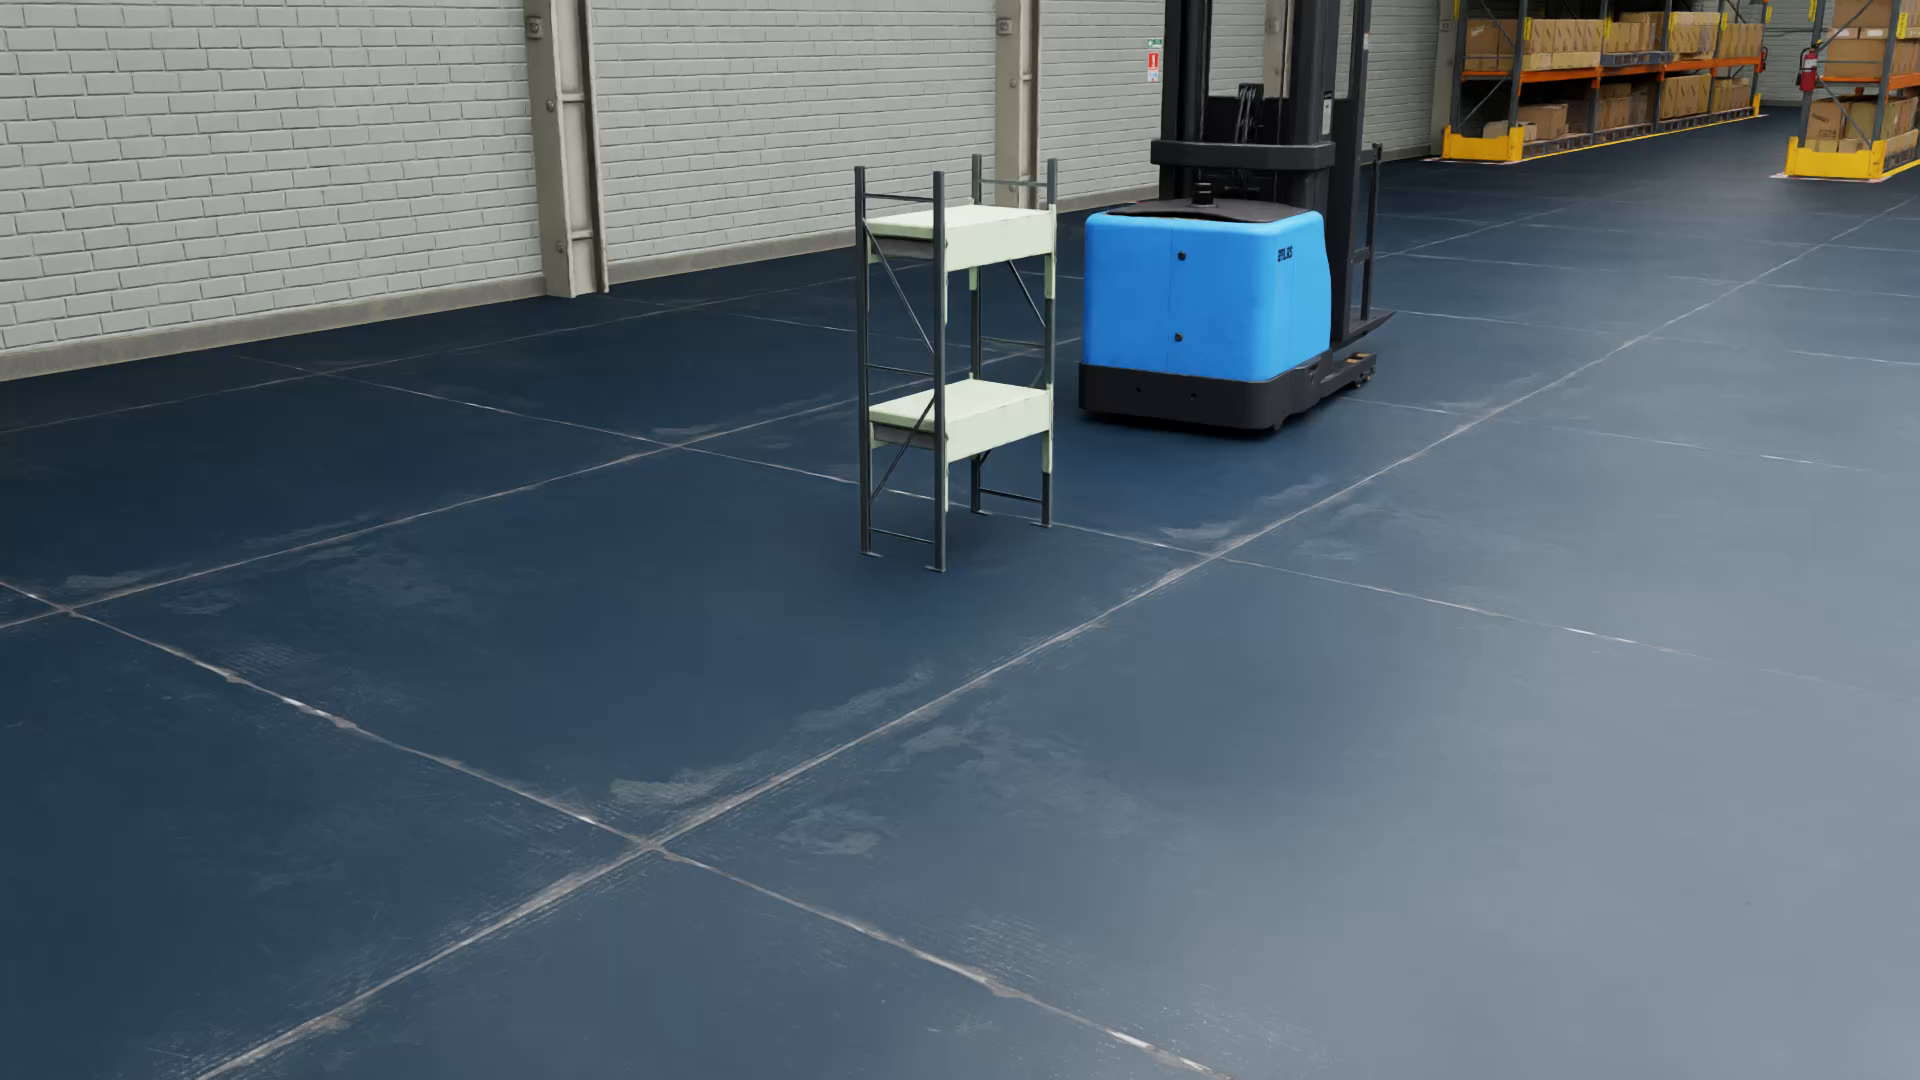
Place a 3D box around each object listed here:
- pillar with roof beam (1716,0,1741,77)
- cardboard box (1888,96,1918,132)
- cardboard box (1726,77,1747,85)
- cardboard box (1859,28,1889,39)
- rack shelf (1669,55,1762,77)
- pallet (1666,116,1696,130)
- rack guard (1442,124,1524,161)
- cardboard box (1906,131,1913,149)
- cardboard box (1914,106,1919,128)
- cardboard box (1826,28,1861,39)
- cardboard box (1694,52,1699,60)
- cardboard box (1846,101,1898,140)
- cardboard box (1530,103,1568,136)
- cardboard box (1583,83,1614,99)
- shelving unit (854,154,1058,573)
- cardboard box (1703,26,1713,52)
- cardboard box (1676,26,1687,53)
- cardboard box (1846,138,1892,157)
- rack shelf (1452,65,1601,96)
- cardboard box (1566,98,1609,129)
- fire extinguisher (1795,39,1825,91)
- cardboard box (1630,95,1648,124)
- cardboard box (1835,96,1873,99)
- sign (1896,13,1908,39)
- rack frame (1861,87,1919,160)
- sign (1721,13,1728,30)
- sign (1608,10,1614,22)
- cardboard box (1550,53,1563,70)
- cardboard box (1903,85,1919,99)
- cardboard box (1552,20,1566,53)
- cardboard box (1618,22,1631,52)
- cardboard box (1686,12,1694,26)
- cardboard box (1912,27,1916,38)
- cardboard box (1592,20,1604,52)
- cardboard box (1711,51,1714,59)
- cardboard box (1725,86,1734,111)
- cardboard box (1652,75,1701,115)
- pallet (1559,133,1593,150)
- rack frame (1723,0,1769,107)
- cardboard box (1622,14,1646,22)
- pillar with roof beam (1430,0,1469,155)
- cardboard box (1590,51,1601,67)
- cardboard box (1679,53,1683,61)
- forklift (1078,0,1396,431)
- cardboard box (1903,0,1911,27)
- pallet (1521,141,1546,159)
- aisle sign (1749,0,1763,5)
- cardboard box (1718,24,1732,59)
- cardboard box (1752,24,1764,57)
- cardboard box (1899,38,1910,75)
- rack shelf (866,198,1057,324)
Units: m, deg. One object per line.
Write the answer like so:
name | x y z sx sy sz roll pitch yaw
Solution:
pillar with roof beam | 21.932 -14.030 36.750 9.100 9.000 0.400 12 21 35
cardboard box | 13.983 -6.377 24.884 0.500 0.500 0.500 12 21 35
cardboard box | 17.142 -10.138 36.746 0.380 0.149 0.250 13 22 36
cardboard box | 12.414 -6.857 22.506 0.380 0.149 0.250 12 21 34
rack shelf | 16.369 -10.310 36.099 1.077 0.370 4.000 12 21 35
pallet | 14.051 -8.356 33.297 1.003 0.211 1.213 12 21 35
rack guard | 8.072 -6.143 25.683 1.175 0.500 0.348 12 21 35
cardboard box | 13.984 -6.018 24.994 0.500 0.250 0.500 12 21 35
cardboard box | 14.837 -6.607 25.944 0.500 0.311 0.500 13 21 35
cardboard box | 12.082 -6.927 22.729 0.380 0.149 0.250 12 21 34
cardboard box | 14.572 -9.698 33.306 0.380 0.149 0.250 12 21 35
cardboard box | 12.802 -5.898 23.342 0.500 0.500 0.500 12 21 35
cardboard box | 9.824 -7.034 27.809 0.500 0.500 0.500 11 20 31
cardboard box | 11.402 -8.054 29.831 0.500 0.250 0.500 12 21 33
shelving unit | -0.004 -0.715 6.516 0.431 1.500 0.755 12 21 35
cardboard box | 14.808 -10.099 33.502 0.500 0.500 0.500 13 21 35
cardboard box | 13.608 -9.617 31.951 0.500 0.500 0.500 13 22 36
cardboard box | 12.801 -5.540 23.454 0.500 0.250 0.500 12 21 35
rack shelf | 9.219 -7.452 26.895 1.077 0.370 4.000 12 21 35
cardboard box | 11.103 -7.598 29.626 0.700 0.500 0.500 12 21 34
fire extinguisher | 11.564 -6.461 22.623 0.296 0.674 0.183 12 21 35
cardboard box | 12.406 -8.060 31.114 0.700 0.500 0.500 13 21 35
cardboard box | 13.267 -6.349 24.796 0.500 0.500 0.500 12 21 35
sign | 12.450 -6.796 21.978 0.100 0.325 0.005 12 21 35
rack frame | 14.391 -7.397 25.506 1.000 3.000 0.127 12 21 35
sign | 15.618 -10.599 33.997 0.100 0.325 0.005 12 21 35
sign | 12.346 -9.875 31.532 0.100 0.325 0.005 12 21 35
cardboard box | 9.179 -7.563 26.261 0.500 0.250 0.500 12 21 34
cardboard box | 17.173 -8.003 29.665 0.500 0.250 0.500 13 22 37
cardboard box | 9.168 -7.913 26.124 0.500 0.500 0.500 12 21 33
cardboard box | 11.447 -8.939 29.560 0.700 0.500 0.500 16 24 42
cardboard box | 13.885 -10.092 32.217 0.500 0.250 0.500 13 21 35
cardboard box | 13.487 -7.286 23.886 0.380 0.149 0.250 13 22 36
cardboard box | 10.377 -8.400 27.692 0.500 0.500 0.500 12 21 35
cardboard box | 15.203 -9.936 34.072 0.380 0.149 0.250 13 21 35
cardboard box | 16.314 -9.585 36.057 0.700 0.500 0.500 13 21 36
cardboard box | 14.367 -8.961 33.459 0.750 0.750 0.750 13 22 36
pallet | 10.038 -6.774 28.200 1.003 0.211 1.213 12 21 35
rack frame | 17.560 -11.130 37.526 1.000 3.000 0.127 12 21 35
cardboard box | 12.432 -9.625 30.677 0.380 0.149 0.250 9 19 26
pillar with roof beam | 11.207 -9.743 22.944 9.100 9.000 0.400 12 21 35
cardboard box | 10.371 -8.043 27.806 0.500 0.250 0.500 12 21 35
cardboard box | 13.920 -9.463 32.548 0.380 0.149 0.250 13 21 36
forklift | 1.787 -2.337 9.327 1.130 2.935 3.031 10 20 28
cardboard box | 12.936 -7.480 23.416 0.700 0.500 0.500 13 21 35
pallet | 8.585 -6.193 26.329 1.003 0.211 1.213 12 21 35
aisle sign | 17.844 -12.335 37.025 0.394 0.787 0.004 12 21 35
cardboard box | 15.513 -10.447 34.820 0.980 0.700 0.700 13 21 36
cardboard box | 17.264 -11.150 37.085 0.980 0.700 0.700 14 22 37
cardboard box | 13.216 -6.970 23.963 0.700 0.500 0.500 13 22 36
rack shelf | -0.004 -1.087 6.400 0.431 0.370 0.720 12 21 35
